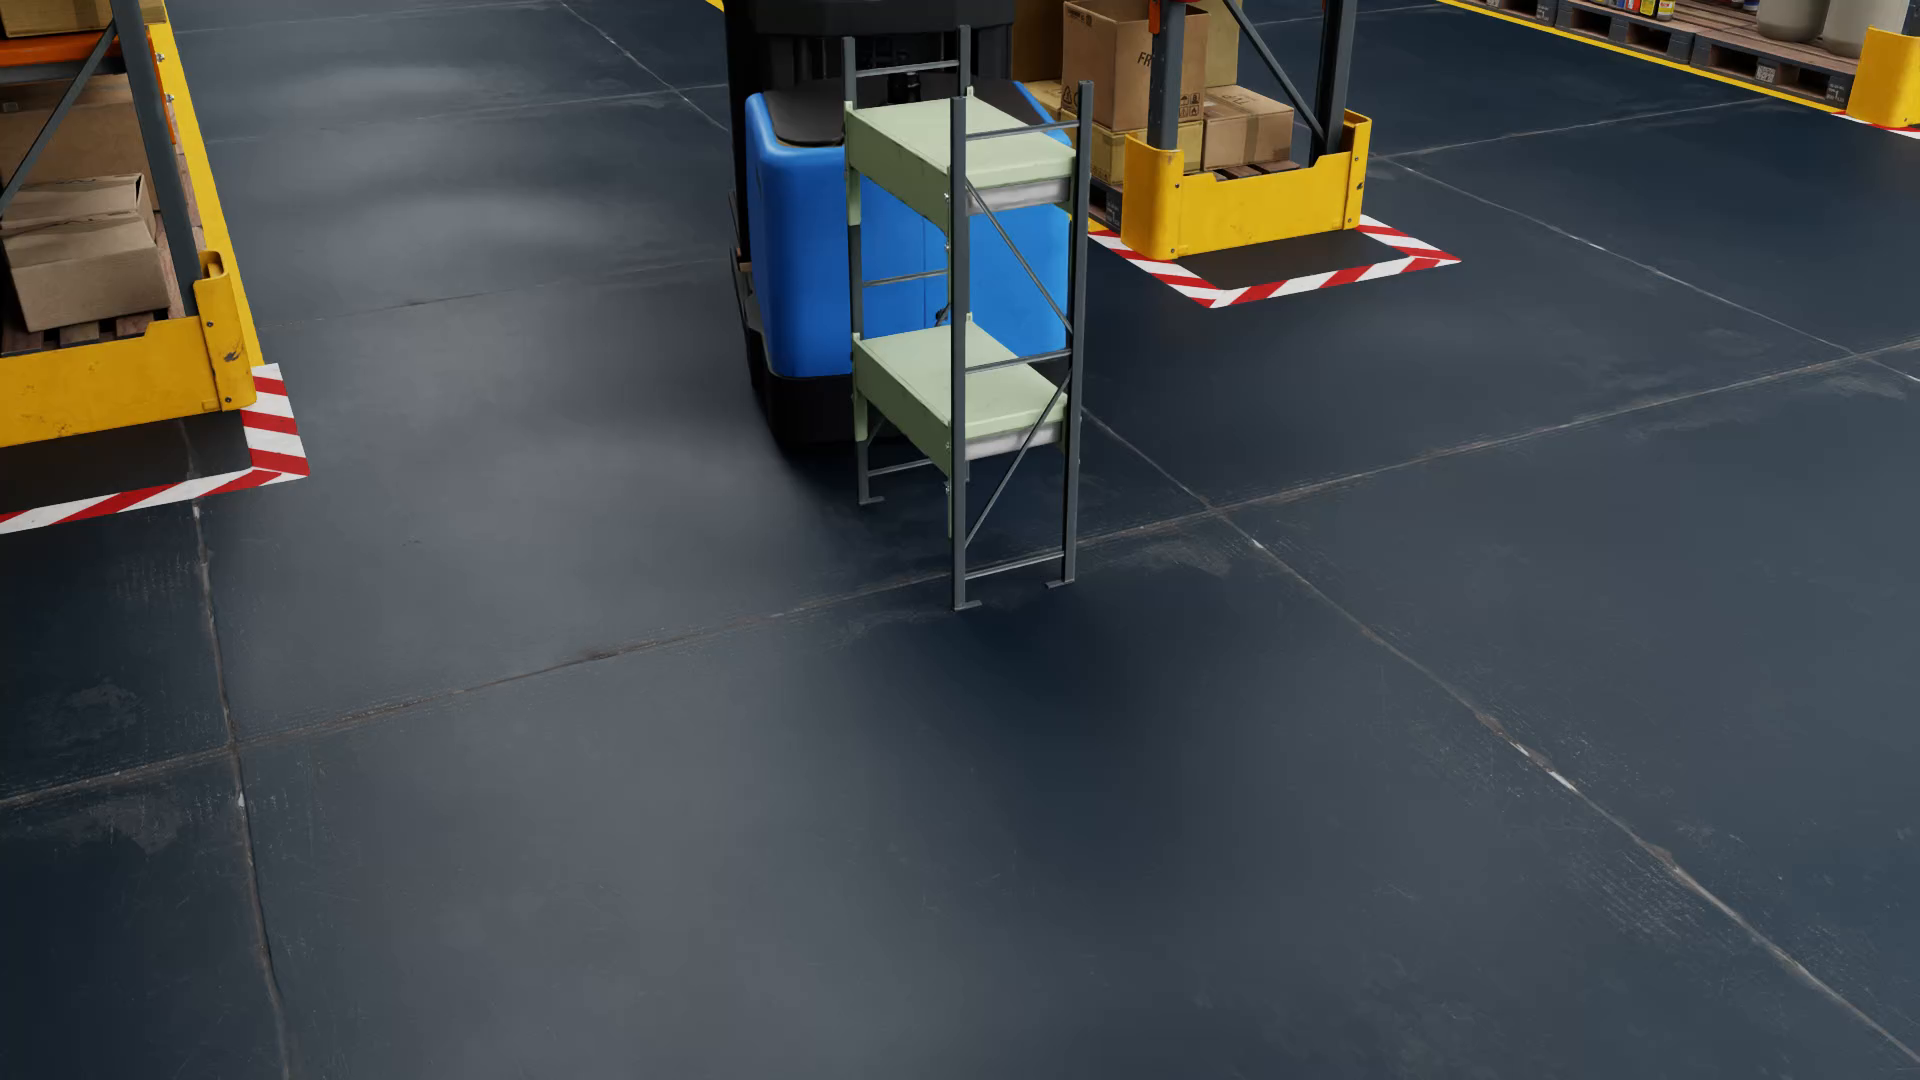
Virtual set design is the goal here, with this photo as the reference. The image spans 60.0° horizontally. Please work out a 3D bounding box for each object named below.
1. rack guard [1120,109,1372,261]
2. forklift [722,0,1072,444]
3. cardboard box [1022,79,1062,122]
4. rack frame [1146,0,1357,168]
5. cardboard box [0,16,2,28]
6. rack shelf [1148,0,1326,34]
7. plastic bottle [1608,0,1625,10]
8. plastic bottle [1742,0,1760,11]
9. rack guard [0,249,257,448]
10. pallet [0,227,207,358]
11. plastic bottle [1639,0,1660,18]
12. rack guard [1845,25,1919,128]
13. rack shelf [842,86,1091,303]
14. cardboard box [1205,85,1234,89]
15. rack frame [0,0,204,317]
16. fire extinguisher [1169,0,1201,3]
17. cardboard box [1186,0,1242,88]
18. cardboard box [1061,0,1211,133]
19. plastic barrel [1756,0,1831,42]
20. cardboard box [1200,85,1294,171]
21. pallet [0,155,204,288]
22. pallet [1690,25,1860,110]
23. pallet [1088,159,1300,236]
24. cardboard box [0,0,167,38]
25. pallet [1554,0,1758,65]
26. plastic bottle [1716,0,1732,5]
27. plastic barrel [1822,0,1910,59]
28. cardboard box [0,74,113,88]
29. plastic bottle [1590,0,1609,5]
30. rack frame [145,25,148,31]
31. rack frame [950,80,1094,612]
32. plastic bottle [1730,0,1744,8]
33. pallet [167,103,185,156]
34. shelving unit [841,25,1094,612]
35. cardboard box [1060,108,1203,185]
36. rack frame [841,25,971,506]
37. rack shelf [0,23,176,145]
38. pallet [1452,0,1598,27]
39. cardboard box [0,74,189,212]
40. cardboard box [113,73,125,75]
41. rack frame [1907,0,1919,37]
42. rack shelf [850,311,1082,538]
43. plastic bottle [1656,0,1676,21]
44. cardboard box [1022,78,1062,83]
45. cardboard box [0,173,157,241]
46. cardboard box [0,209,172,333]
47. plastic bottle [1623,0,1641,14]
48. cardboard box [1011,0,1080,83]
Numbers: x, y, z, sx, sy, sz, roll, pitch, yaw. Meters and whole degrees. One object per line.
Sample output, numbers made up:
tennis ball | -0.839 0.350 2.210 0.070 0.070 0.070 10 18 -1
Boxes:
rack guard | 1.325 -1.666 7.710 1.175 0.500 0.348 -13 32 -22
forklift | -0.389 -2.311 6.375 1.130 2.935 3.031 -5 30 -9
cardboard box | 0.592 -2.144 8.388 0.500 0.250 0.500 -13 32 -22
rack frame | 1.315 -2.767 7.117 1.000 3.000 0.127 -13 32 -22
cardboard box | -3.533 -1.834 5.587 0.500 0.250 0.500 -13 32 -21
rack shelf | 0.456 -3.336 8.869 1.077 0.370 4.000 -13 32 -22
plastic bottle | 4.463 -3.707 11.128 0.152 0.276 0.135 -14 32 -23
plastic bottle | 5.293 -3.673 11.074 0.097 0.271 0.097 0 29 0
rack guard | -3.190 -0.668 5.930 1.175 0.500 0.348 -13 32 -22
pallet | -3.507 -0.908 6.654 1.003 0.211 1.213 -13 32 -22
plastic bottle | 4.539 -3.579 10.893 0.061 0.283 0.133 -12 32 -21
rack guard | 5.715 -2.738 9.622 1.175 0.500 0.348 -13 32 -22
rack shelf | 0.003 -0.992 4.687 0.431 0.370 0.720 -13 32 -22
cardboard box | 1.067 -2.254 8.585 0.500 0.250 0.500 -13 32 -22
rack frame | -3.158 -1.725 5.259 1.000 3.000 0.127 -13 32 -22
fire extinguisher | 0.946 -2.583 6.869 0.296 0.674 0.183 -13 32 -22
cardboard box | 1.069 -2.582 8.402 0.500 0.500 0.500 -13 32 -22
cardboard box | 0.816 -2.252 7.814 0.500 0.500 0.500 -13 32 -22
plastic barrel | 5.223 -3.399 10.359 0.421 0.512 0.421 0 29 0
cardboard box | 1.285 -2.034 8.193 0.500 0.250 0.500 -13 32 -22
pallet | -4.027 -1.447 7.614 1.003 0.211 1.213 -13 32 -22
pallet | 5.371 -2.972 10.335 1.003 0.211 1.213 -13 32 -22
pallet | 0.949 -1.879 8.386 1.003 0.211 1.213 -13 32 -22
cardboard box | -3.080 -1.950 5.794 0.500 0.250 0.500 -14 32 -23
pallet | 4.851 -3.511 11.295 1.003 0.211 1.213 -13 32 -22
plastic bottle | 5.212 -3.782 11.256 0.061 0.283 0.133 -13 32 -21
plastic barrel | 5.438 -3.178 9.964 0.421 0.512 0.421 0 29 0
cardboard box | -4.393 -2.143 8.111 0.500 0.500 0.500 -16 33 -26
plastic bottle | 4.388 -3.811 11.239 0.144 0.351 0.185 -12 31 -20
rack frame | -4.875 -3.492 8.410 1.000 3.000 0.127 -13 32 -22
rack frame | 0.160 -0.490 4.590 0.400 1.500 0.023 -13 32 -22
plastic bottle | 5.249 -3.688 11.172 0.097 0.201 0.097 0 29 0
pallet | -4.555 -1.986 8.576 1.003 0.211 1.213 -13 32 -22
shelving unit | 0.003 -0.651 4.878 0.431 1.500 0.755 -13 32 -22
cardboard box | 0.818 -1.925 7.999 0.500 0.250 0.500 -13 32 -22
rack frame | -0.154 -0.813 5.166 0.400 1.500 0.023 -13 32 -22
rack shelf | -4.016 -2.295 7.011 1.077 0.370 4.000 -13 32 -22
pallet | 4.324 -4.050 12.257 1.003 0.211 1.213 -13 32 -22
cardboard box | -3.888 -1.737 7.387 0.700 0.500 0.500 -15 33 -25
cardboard box | -5.206 -2.915 9.488 0.700 0.500 0.500 -12 31 -20
rack frame | 5.790 -3.805 8.969 1.000 3.000 0.127 -13 32 -22
rack shelf | 0.003 -0.367 5.037 0.431 0.370 0.720 -13 32 -22
plastic bottle | 4.606 -3.496 10.828 0.097 0.201 0.097 0 29 0
cardboard box | 0.376 -2.364 8.781 0.500 0.250 0.500 -13 32 -22
cardboard box | -3.618 -1.320 6.837 0.500 0.311 0.500 -10 31 -18
cardboard box | -3.373 -1.069 6.388 0.500 0.311 0.500 -17 33 -28
plastic bottle | 4.522 -3.645 11.019 0.152 0.276 0.135 -13 32 -22
cardboard box | 0.373 -2.691 8.597 0.500 0.500 0.500 -13 32 -22
